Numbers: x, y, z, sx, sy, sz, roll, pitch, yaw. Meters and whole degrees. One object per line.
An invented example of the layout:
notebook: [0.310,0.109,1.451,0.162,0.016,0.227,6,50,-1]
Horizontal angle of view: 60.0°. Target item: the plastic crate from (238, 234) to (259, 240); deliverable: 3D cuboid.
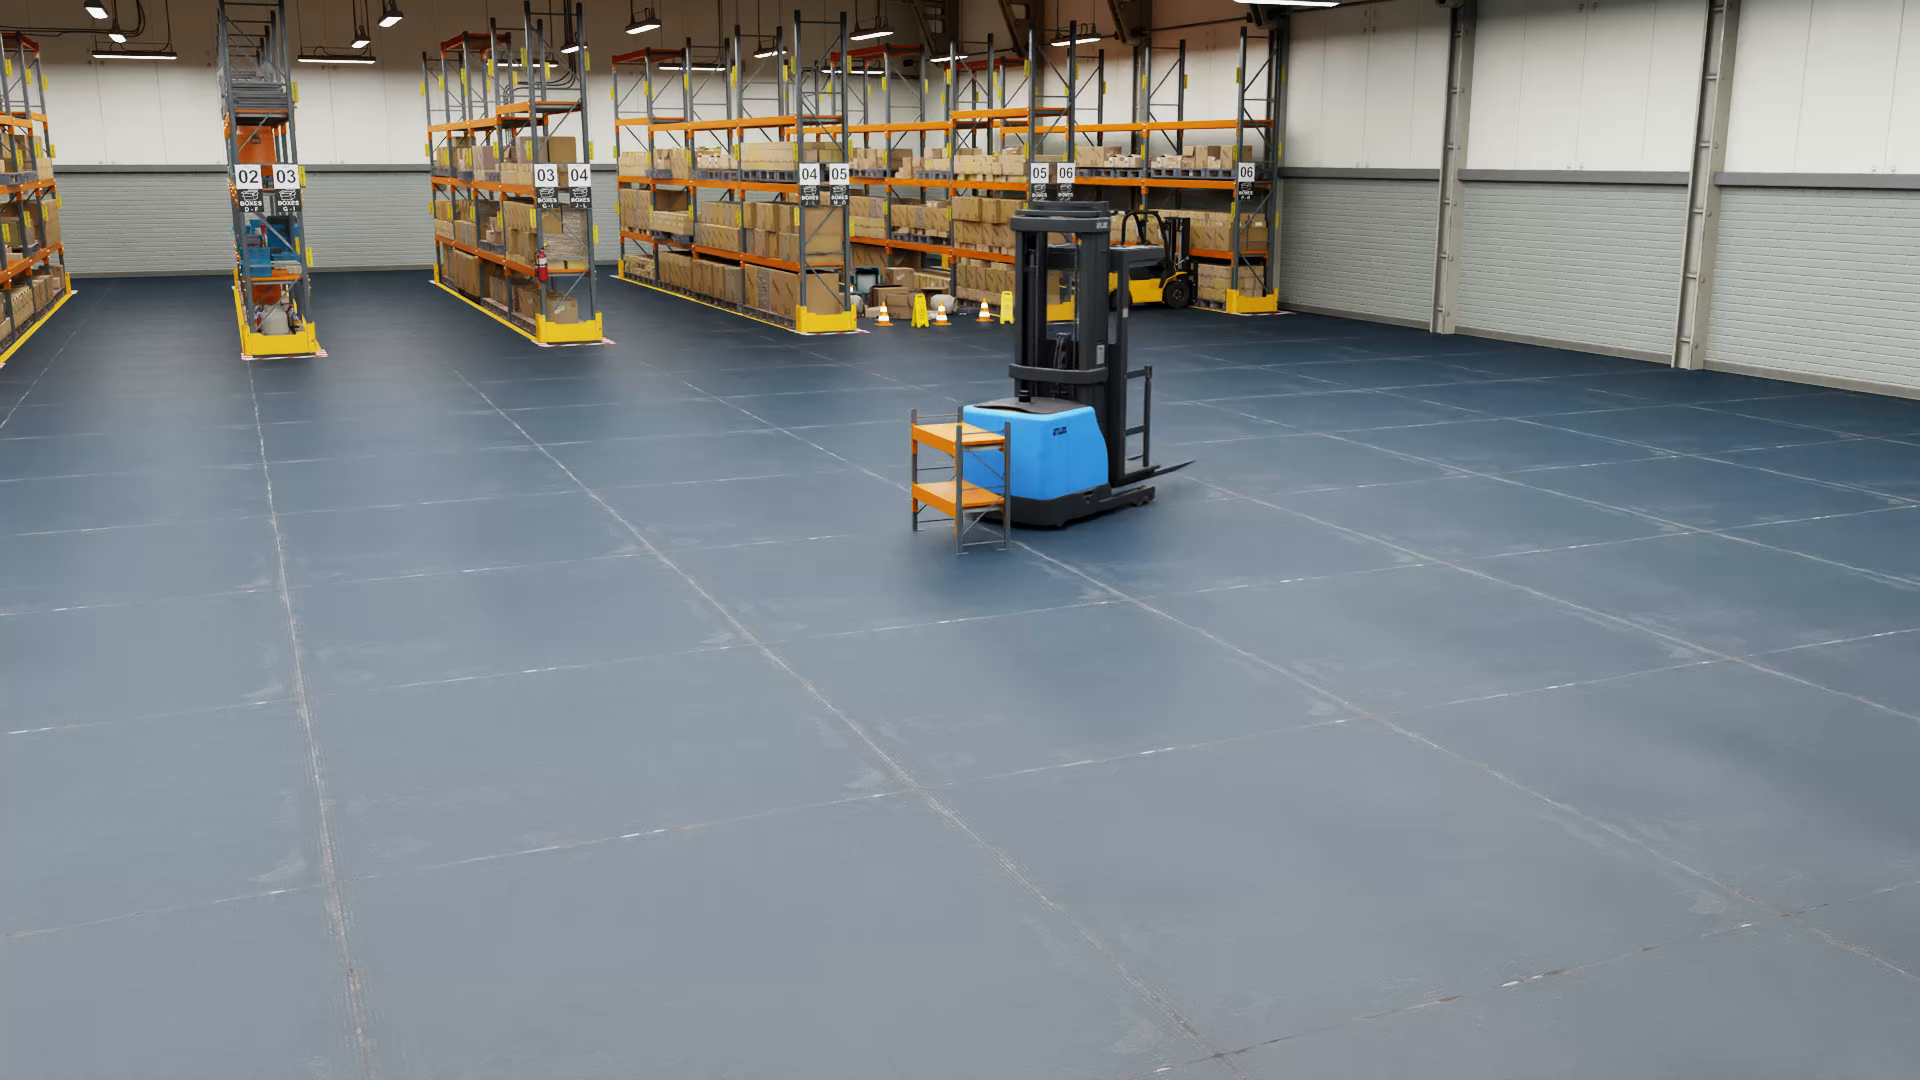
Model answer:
plastic crate: [-14.591,-6.030,34.127,0.402,0.464,0.583,-6,14,-23]

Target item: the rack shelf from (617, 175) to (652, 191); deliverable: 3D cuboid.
rack shelf: [-8.238,-9.585,44.574,1.077,0.370,4.000,-6,14,-23]

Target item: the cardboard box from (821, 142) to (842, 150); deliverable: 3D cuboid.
cardboard box: [-2.472,-7.660,32.297,0.380,0.149,0.250,-5,14,-22]

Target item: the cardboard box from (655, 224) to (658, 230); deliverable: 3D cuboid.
cardboard box: [-7.488,-7.911,42.026,0.380,0.149,0.250,-6,14,-23]

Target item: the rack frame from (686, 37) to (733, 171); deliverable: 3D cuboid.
rack frame: [-5.835,-10.157,38.798,1.000,3.000,0.127,-6,14,-23]

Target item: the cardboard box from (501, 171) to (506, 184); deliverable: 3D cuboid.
cardboard box: [-8.872,-7.253,33.236,0.500,0.250,0.500,-6,14,-25]

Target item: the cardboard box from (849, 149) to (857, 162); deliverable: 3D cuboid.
cardboard box: [-2.855,-10.035,43.771,0.500,0.500,0.500,-6,14,-24]

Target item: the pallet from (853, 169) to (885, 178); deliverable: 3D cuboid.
pallet: [-2.097,-9.431,42.731,1.003,0.211,1.213,-5,14,-20]

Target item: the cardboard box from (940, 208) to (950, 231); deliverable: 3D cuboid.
cardboard box: [-0.133,-7.349,38.157,0.500,0.500,0.500,-6,14,-24]

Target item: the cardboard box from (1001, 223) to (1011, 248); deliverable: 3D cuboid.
cardboard box: [1.199,-6.434,35.137,0.500,0.500,0.500,-6,14,-23]

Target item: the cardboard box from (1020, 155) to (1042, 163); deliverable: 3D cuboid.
cardboard box: [1.459,-7.820,34.142,0.380,0.149,0.250,-5,14,-22]

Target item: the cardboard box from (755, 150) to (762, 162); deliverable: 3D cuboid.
cardboard box: [-3.887,-7.860,34.045,0.500,0.250,0.500,-6,14,-24]

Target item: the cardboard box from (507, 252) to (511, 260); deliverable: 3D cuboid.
cardboard box: [-8.919,-5.734,33.550,0.380,0.149,0.250,-6,14,-23]

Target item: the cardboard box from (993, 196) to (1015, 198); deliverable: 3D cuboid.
cardboard box: [1.252,-9.747,48.340,0.500,0.500,0.500,-6,14,-25]

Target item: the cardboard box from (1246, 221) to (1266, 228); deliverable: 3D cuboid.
cardboard box: [6.513,-6.957,36.616,0.380,0.149,0.250,-6,14,-24]

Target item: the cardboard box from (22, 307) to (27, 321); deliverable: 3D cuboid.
cardboard box: [-18.447,-4.375,32.288,0.500,0.250,0.500,-5,14,-22]

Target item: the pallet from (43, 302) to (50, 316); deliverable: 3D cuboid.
pallet: [-20.247,-4.964,35.850,1.003,0.211,1.213,-6,14,-23]

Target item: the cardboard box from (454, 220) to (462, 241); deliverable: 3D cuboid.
cardboard box: [-12.067,-7.565,40.681,0.500,0.500,0.500,-6,14,-23]

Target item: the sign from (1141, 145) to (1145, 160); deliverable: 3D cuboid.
sign: [4.316,-9.141,39.214,0.100,0.325,0.005,-6,14,-23]

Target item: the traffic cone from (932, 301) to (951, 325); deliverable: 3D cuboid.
traffic cone: [-0.370,-4.615,33.785,0.336,0.463,0.334,-6,14,-23]

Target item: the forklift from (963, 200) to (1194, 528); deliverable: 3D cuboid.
forklift: [1.278,-1.819,16.231,1.130,2.935,3.031,10,16,36]

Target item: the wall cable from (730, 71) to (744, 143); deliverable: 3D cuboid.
wall cable: [-7.081,-13.428,52.930,0.463,3.000,0.029,-6,14,-23]

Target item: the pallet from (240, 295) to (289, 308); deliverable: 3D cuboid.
pallet: [-15.797,-5.412,37.786,1.003,0.211,1.213,-6,14,-23]

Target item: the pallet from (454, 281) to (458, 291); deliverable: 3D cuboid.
pallet: [-12.255,-6.439,42.224,1.003,0.211,1.213,-6,14,-23]

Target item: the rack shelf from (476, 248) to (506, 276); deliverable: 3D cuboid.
rack shelf: [-9.619,-6.044,35.925,1.077,0.370,4.000,-6,14,-23]

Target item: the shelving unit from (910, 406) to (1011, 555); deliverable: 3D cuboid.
shelving unit: [-0.003,-0.549,14.749,0.538,1.125,1.048,-6,14,-23]

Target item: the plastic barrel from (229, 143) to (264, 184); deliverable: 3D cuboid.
plastic barrel: [-13.758,-7.324,32.100,0.600,0.901,0.708,-6,14,-23]

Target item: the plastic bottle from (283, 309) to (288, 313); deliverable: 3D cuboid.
plastic bottle: [-12.883,-4.256,31.669,0.152,0.276,0.135,-6,14,-23]

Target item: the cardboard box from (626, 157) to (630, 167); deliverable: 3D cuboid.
cardboard box: [-8.700,-10.192,44.824,0.500,0.250,0.500,-5,14,-22]

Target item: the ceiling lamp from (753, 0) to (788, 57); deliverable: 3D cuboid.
ceiling lamp: [-4.609,-13.926,42.136,0.800,3.185,2.000,-6,14,-23]

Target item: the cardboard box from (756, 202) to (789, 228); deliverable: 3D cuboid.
cardboard box: [-3.789,-6.825,34.977,0.875,0.550,0.550,-6,14,-23]

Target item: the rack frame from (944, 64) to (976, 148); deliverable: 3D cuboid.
rack frame: [0.002,-12.727,49.902,1.000,3.000,0.127,-6,14,-23]

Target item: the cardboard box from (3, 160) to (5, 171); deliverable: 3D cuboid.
cardboard box: [-19.265,-7.417,33.015,0.500,0.250,0.500,-7,15,-27]

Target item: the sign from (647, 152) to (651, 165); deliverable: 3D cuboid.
sign: [-7.931,-9.723,42.430,0.100,0.325,0.005,-6,14,-23]

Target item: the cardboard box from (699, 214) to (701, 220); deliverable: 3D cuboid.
cardboard box: [-6.152,-7.880,40.573,0.380,0.149,0.250,-6,14,-25]

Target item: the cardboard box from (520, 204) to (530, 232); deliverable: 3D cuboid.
cardboard box: [-8.066,-6.133,31.616,0.500,0.500,0.500,-6,14,-23]

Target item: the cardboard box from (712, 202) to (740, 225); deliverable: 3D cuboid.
cardboard box: [-5.253,-7.466,38.038,0.700,0.500,0.500,-6,14,-24]

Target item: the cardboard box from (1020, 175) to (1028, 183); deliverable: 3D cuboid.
cardboard box: [1.466,-7.437,34.255,0.380,0.149,0.250,-6,14,-23]

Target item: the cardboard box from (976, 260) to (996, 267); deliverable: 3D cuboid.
cardboard box: [0.565,-6.083,36.567,0.380,0.149,0.250,-5,14,-20]

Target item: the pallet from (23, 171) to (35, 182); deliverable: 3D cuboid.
pallet: [-20.485,-7.754,35.486,1.213,0.211,1.003,-6,14,-23]

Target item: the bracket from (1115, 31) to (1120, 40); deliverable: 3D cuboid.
bracket: [4.063,-12.694,41.775,0.235,0.232,0.430,-6,14,-23]

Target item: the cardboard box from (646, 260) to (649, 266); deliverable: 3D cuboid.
cardboard box: [-8.063,-7.316,43.901,0.380,0.149,0.250,-6,14,-23]

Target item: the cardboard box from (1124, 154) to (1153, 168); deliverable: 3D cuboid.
cardboard box: [4.296,-9.124,40.031,0.500,0.311,0.500,-6,14,-25]

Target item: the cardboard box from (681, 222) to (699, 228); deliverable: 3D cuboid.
cardboard box: [-6.450,-7.522,39.686,0.380,0.149,0.250,-5,14,-22]

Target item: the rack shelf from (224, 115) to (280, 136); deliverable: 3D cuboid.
rack shelf: [-14.157,-8.324,33.361,1.077,0.370,4.000,-6,14,-23]

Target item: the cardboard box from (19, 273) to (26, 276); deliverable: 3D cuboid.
cardboard box: [-21.589,-5.828,37.968,0.500,0.500,0.500,-6,14,-23]

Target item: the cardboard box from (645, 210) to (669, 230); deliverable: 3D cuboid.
cardboard box: [-7.890,-8.329,43.322,0.500,0.500,0.500,-6,14,-23]

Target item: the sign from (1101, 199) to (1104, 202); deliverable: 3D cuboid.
sign: [3.714,-8.766,43.526,0.100,0.325,0.005,-6,14,-23]

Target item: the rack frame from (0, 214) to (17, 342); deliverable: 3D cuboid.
rack frame: [-17.896,-5.087,30.196,1.000,3.000,0.127,-6,14,-23]

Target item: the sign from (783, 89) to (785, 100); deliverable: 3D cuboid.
sign: [-5.055,-12.761,47.628,0.100,0.325,0.005,-6,14,-23]
